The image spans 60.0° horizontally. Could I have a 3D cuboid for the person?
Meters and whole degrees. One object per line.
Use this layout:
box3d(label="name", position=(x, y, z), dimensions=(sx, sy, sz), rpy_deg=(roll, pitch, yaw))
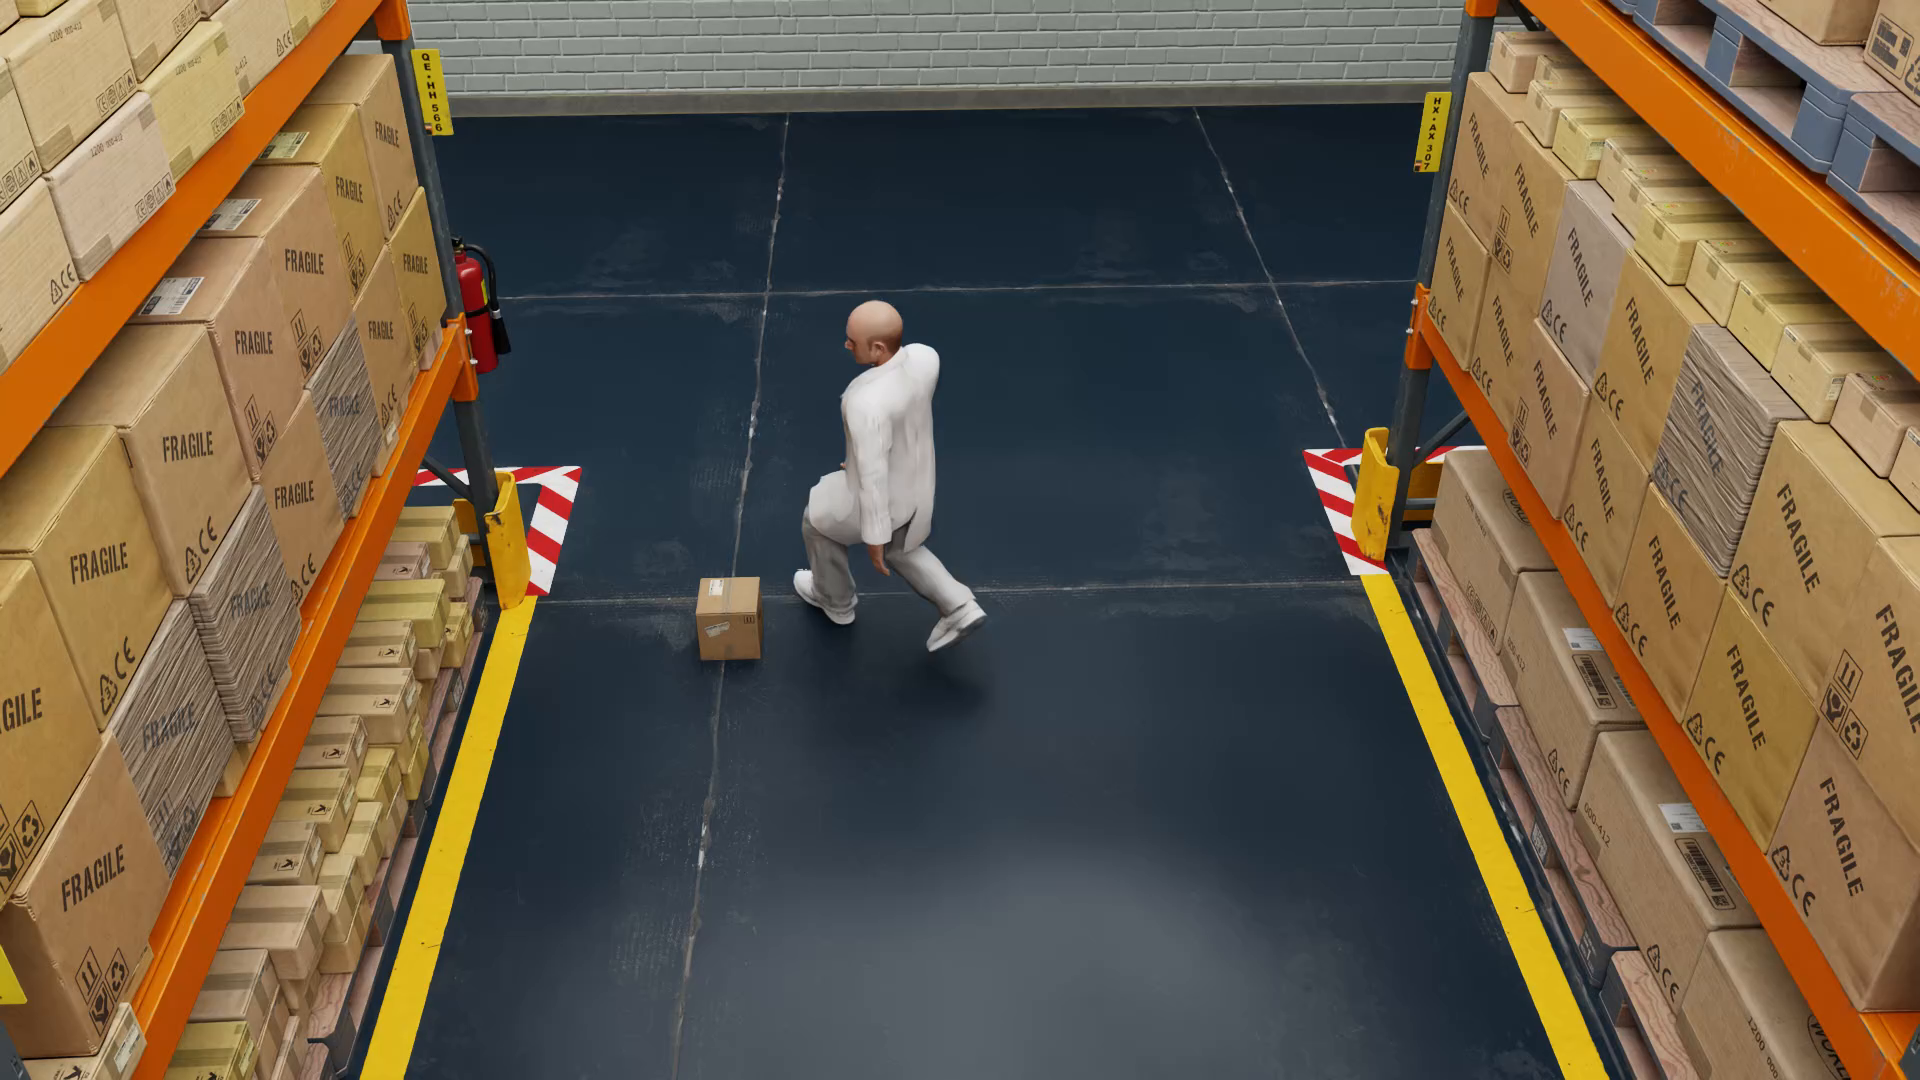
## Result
box3d(label="person", position=(-5.870, 3.497, 1.223), dimensions=(1.042, 1.636, 17.732), rpy_deg=(26, 42, 32))
